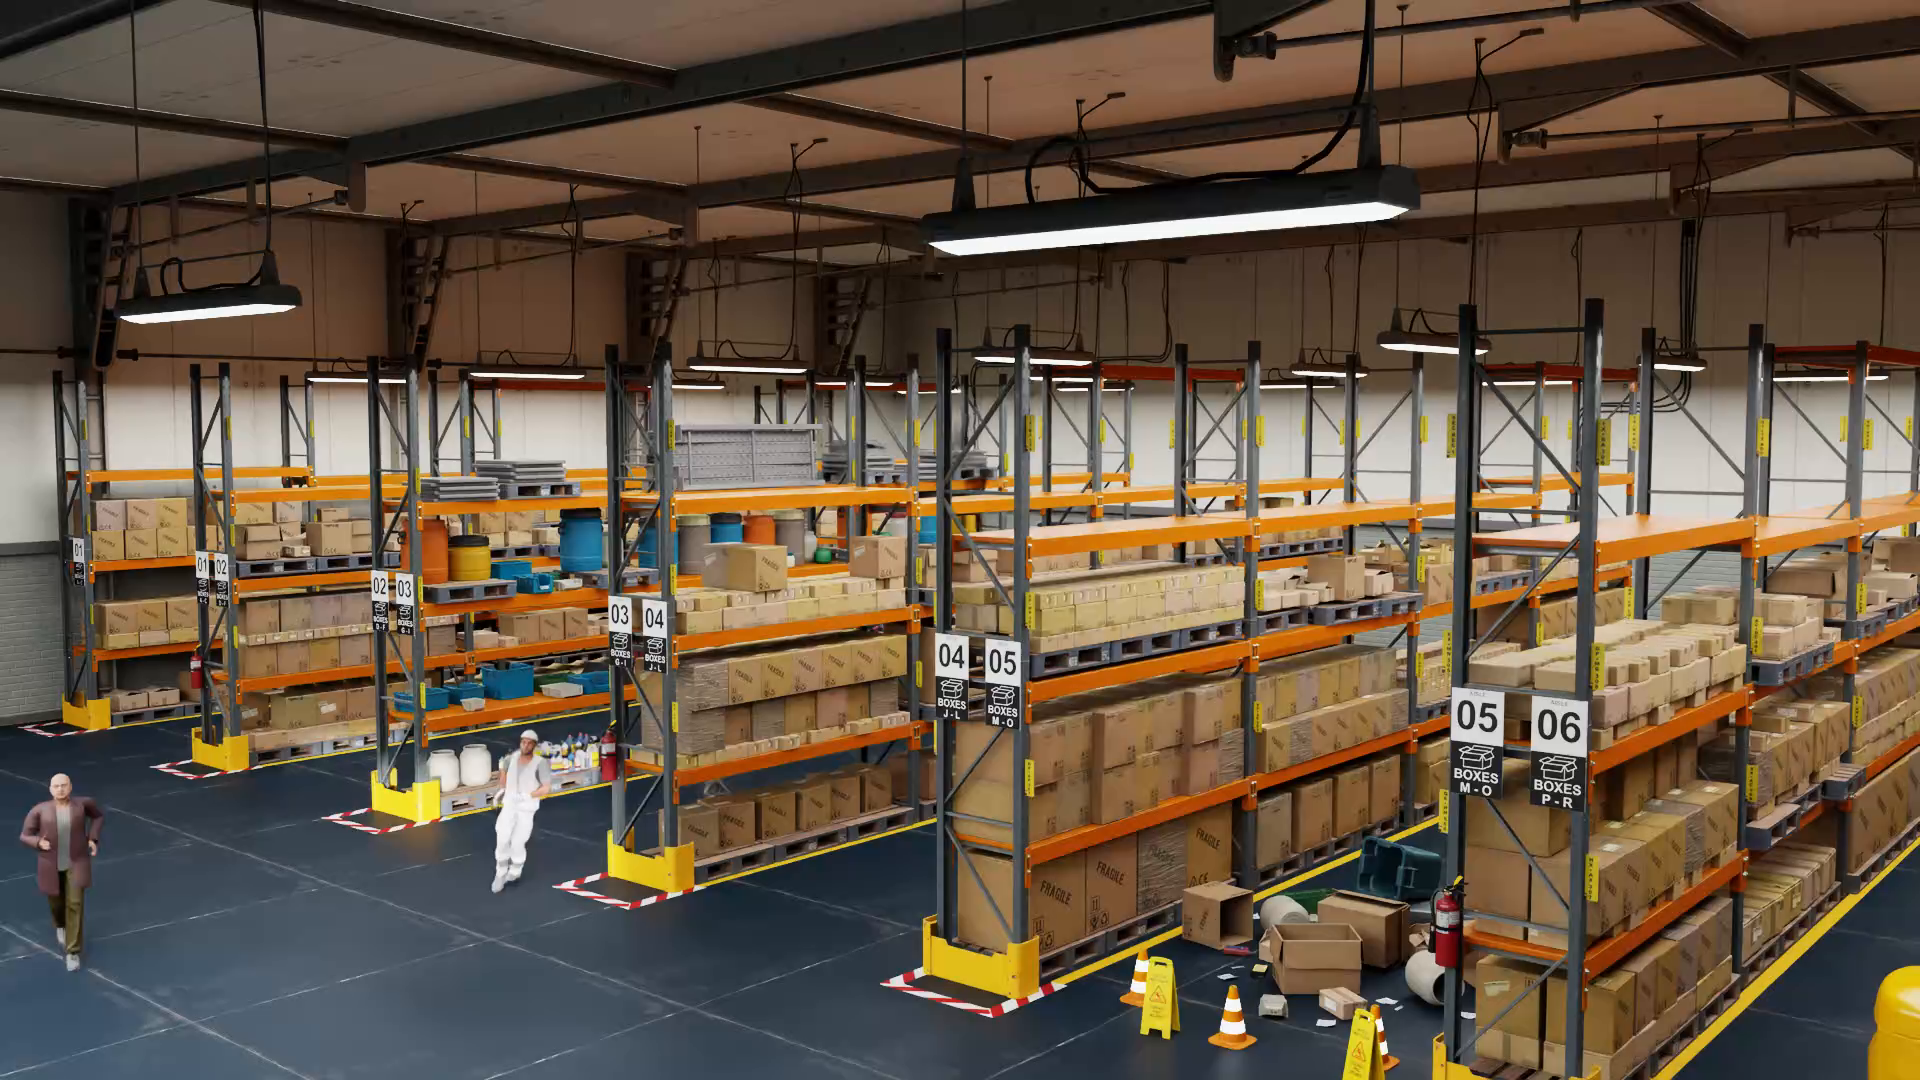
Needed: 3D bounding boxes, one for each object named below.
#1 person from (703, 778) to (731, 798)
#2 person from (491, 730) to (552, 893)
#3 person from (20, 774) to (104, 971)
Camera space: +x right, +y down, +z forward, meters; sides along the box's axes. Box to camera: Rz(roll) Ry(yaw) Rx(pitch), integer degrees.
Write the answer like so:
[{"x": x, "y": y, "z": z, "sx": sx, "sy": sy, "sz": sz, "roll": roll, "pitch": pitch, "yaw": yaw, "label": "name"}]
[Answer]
[{"x": -3.186, "y": 2.696, "z": 21.309, "sx": 0.690, "sy": 1.762, "sz": 0.972, "roll": 2, "pitch": 5, "yaw": 26, "label": "person"}, {"x": -4.830, "y": 2.952, "z": 18.277, "sx": 0.688, "sy": 1.733, "sz": 0.682, "roll": 0, "pitch": 4, "yaw": 1, "label": "person"}, {"x": -8.544, "y": 3.112, "z": 15.857, "sx": 0.710, "sy": 1.781, "sz": 1.049, "roll": -2, "pitch": 5, "yaw": -27, "label": "person"}]
